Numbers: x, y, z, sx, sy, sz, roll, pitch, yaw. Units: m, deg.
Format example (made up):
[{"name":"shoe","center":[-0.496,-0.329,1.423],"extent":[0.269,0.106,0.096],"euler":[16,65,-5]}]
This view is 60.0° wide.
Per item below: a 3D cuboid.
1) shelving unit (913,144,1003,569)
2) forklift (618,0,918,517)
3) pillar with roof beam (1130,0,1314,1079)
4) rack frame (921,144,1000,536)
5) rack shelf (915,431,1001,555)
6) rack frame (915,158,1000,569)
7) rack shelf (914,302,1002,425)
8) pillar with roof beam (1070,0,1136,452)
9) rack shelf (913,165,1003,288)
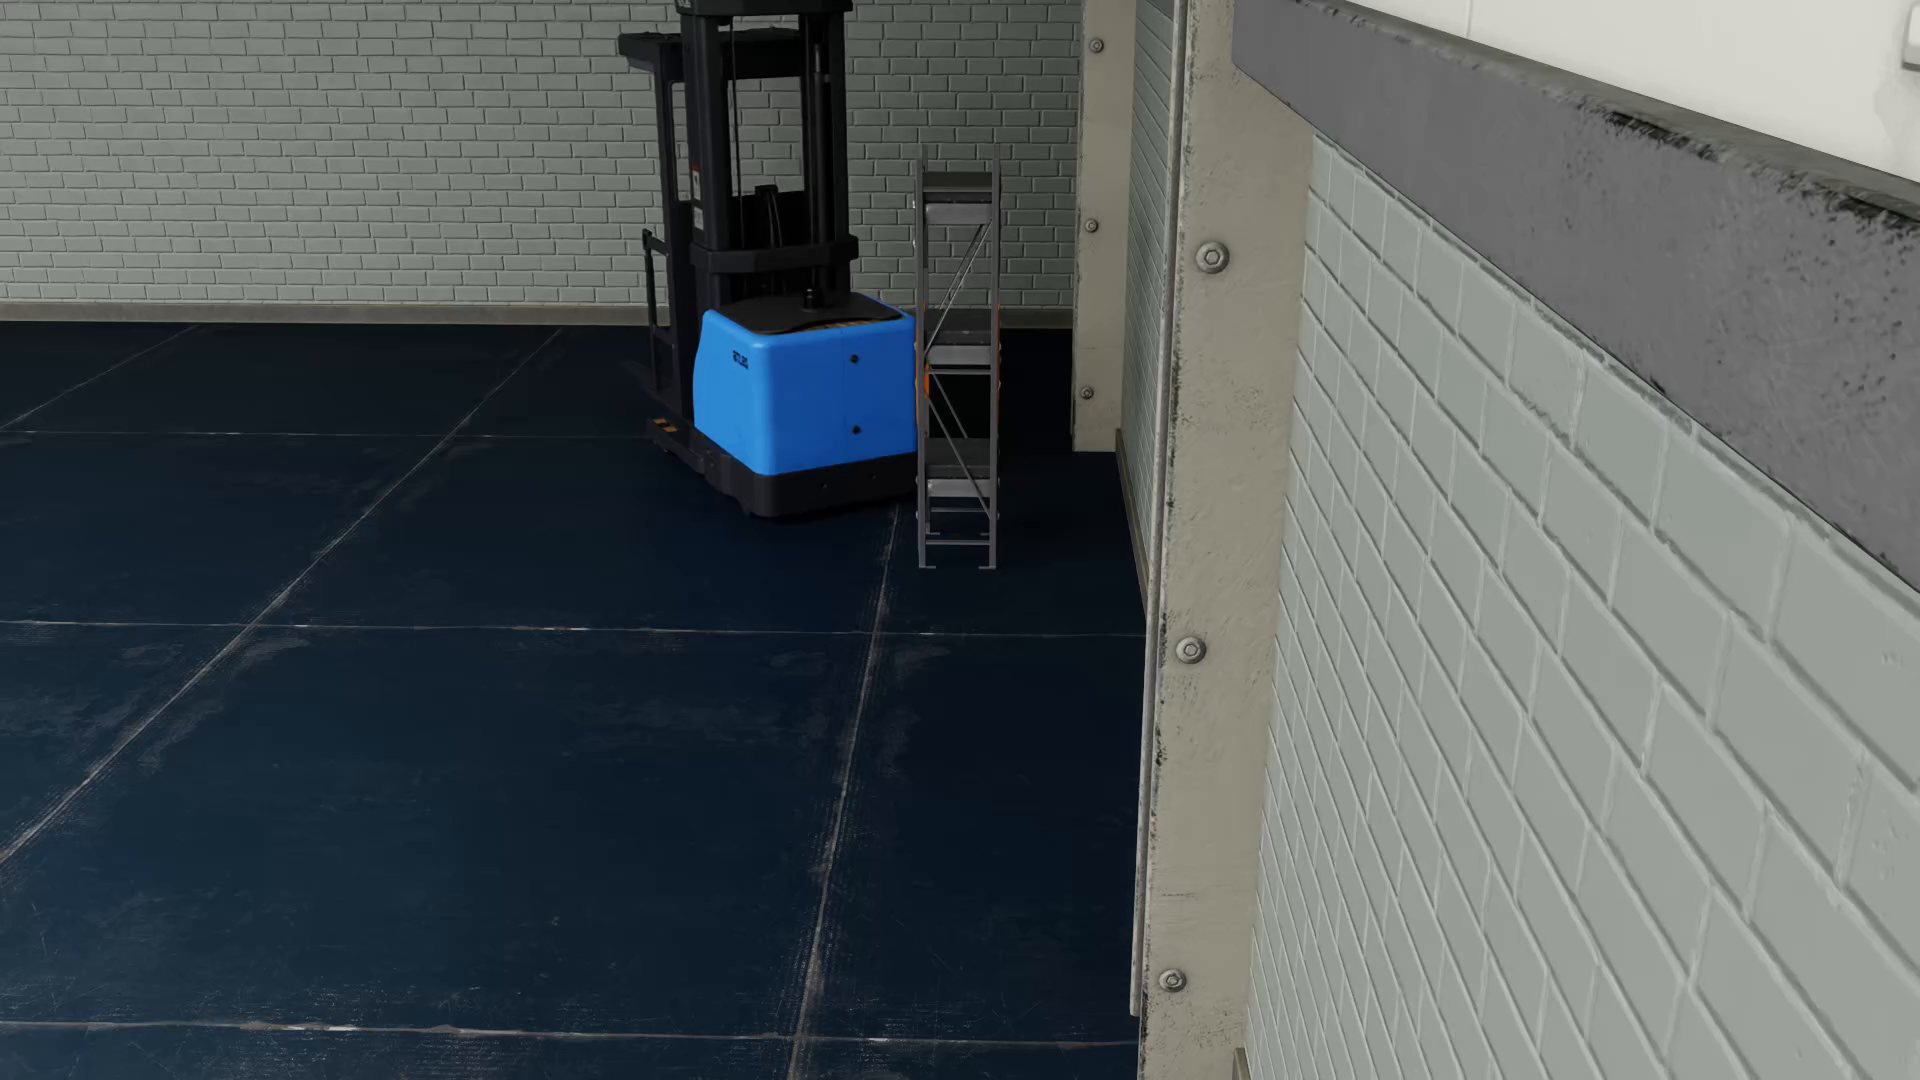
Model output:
[{"name":"shelving unit","center":[-0.005,-0.919,8.495],"extent":[0.431,2.100,0.503],"euler":[1,21,2]},{"name":"forklift","center":[-1.345,-1.983,10.087],"extent":[1.130,2.935,3.031],"euler":[-11,24,-26]},{"name":"pillar with roof beam","center":[-3.619,-2.703,3.556],"extent":[9.100,9.000,0.400],"euler":[1,21,2]},{"name":"rack frame","center":[0.002,-1.007,8.722],"extent":[0.400,2.100,0.015],"euler":[1,21,2]},{"name":"rack shelf","center":[-0.005,-0.254,8.753],"extent":[0.431,0.518,0.480],"euler":[1,21,2]},{"name":"rack frame","center":[-0.012,-0.831,8.267],"extent":[0.400,2.100,0.015],"euler":[1,21,2]},{"name":"rack shelf","center":[-0.005,-0.906,8.500],"extent":[0.431,0.518,0.480],"euler":[1,21,2]},{"name":"pillar with roof beam","center":[-3.436,-4.873,9.147],"extent":[9.100,9.000,0.400],"euler":[1,21,2]},{"name":"rack shelf","center":[-0.005,-1.559,8.247],"extent":[0.431,0.518,0.480],"euler":[1,21,2]}]
